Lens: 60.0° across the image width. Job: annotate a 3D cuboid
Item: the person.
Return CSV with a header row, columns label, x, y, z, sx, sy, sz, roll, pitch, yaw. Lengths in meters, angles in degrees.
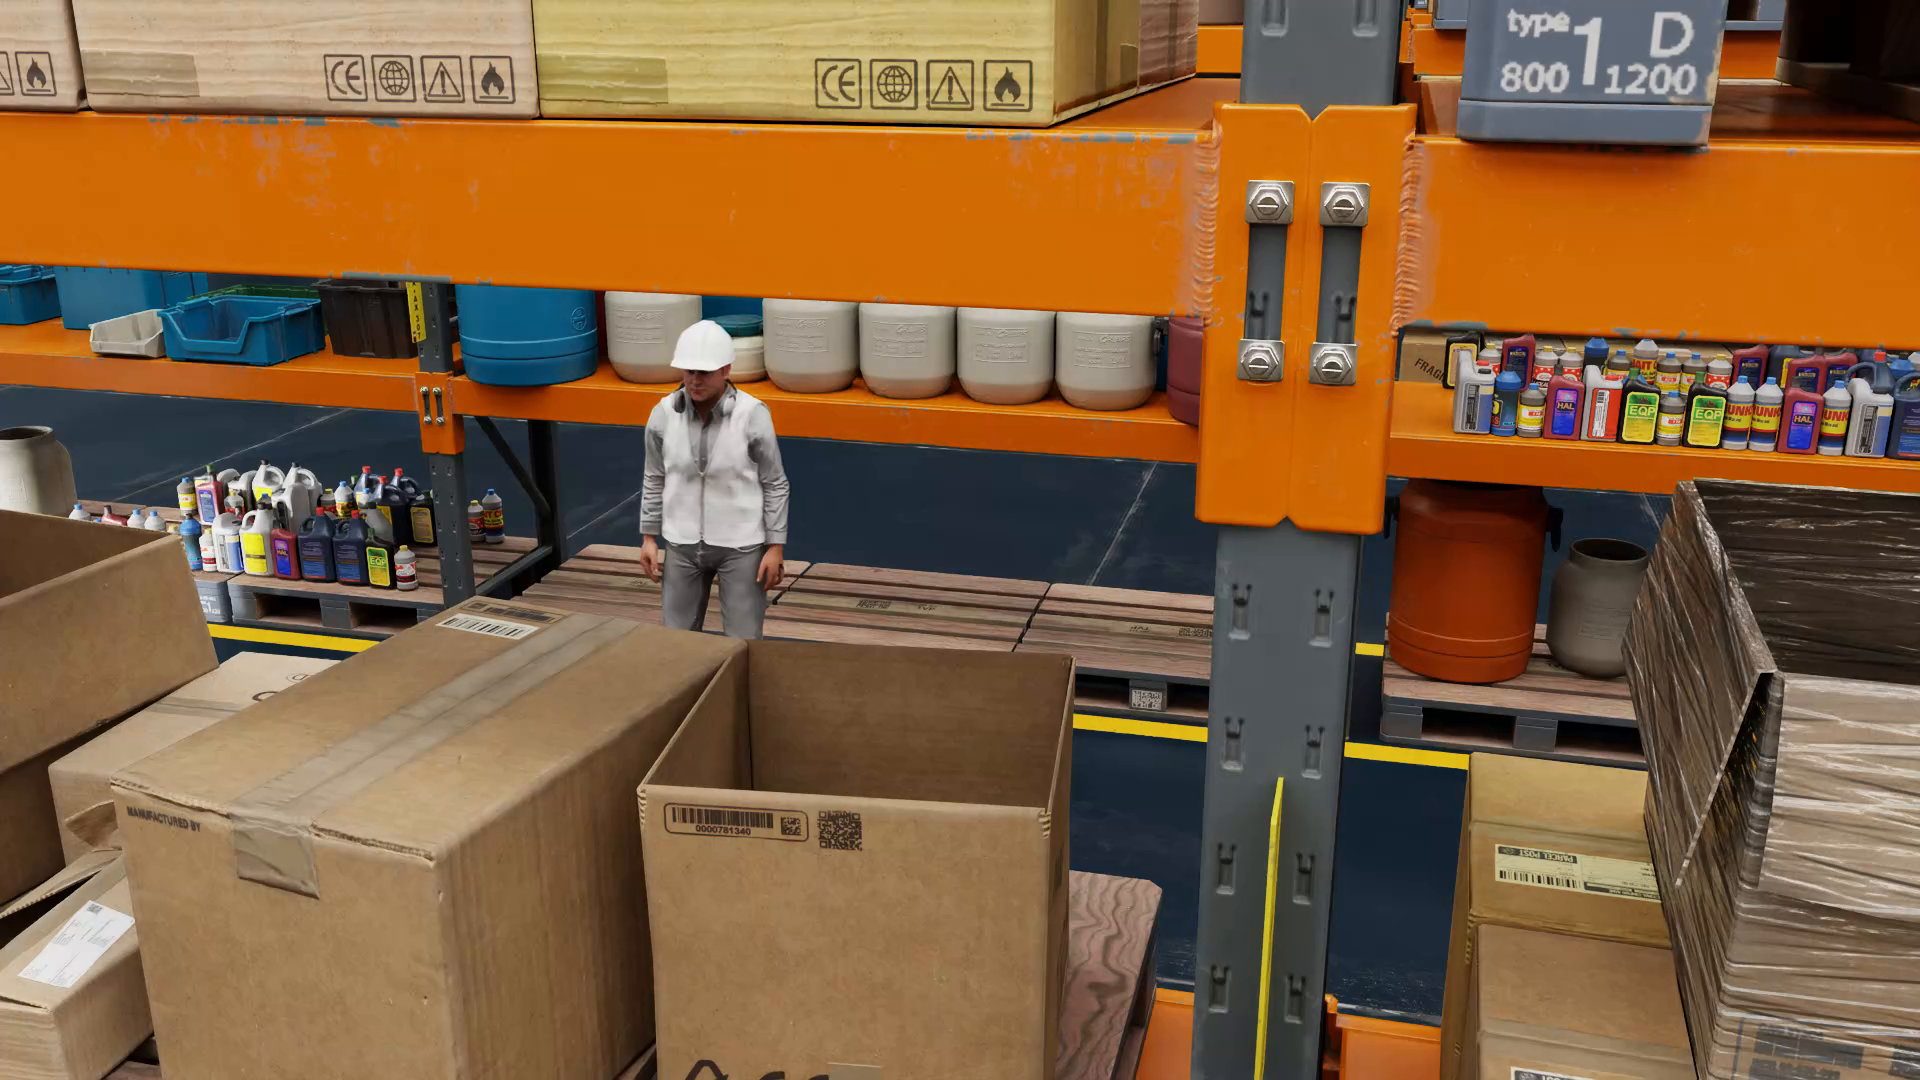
label,x,y,z,sx,sy,sz,roll,pitch,yaw
person,-0.951,0.020,6.456,0.590,1.770,0.459,4,19,11
